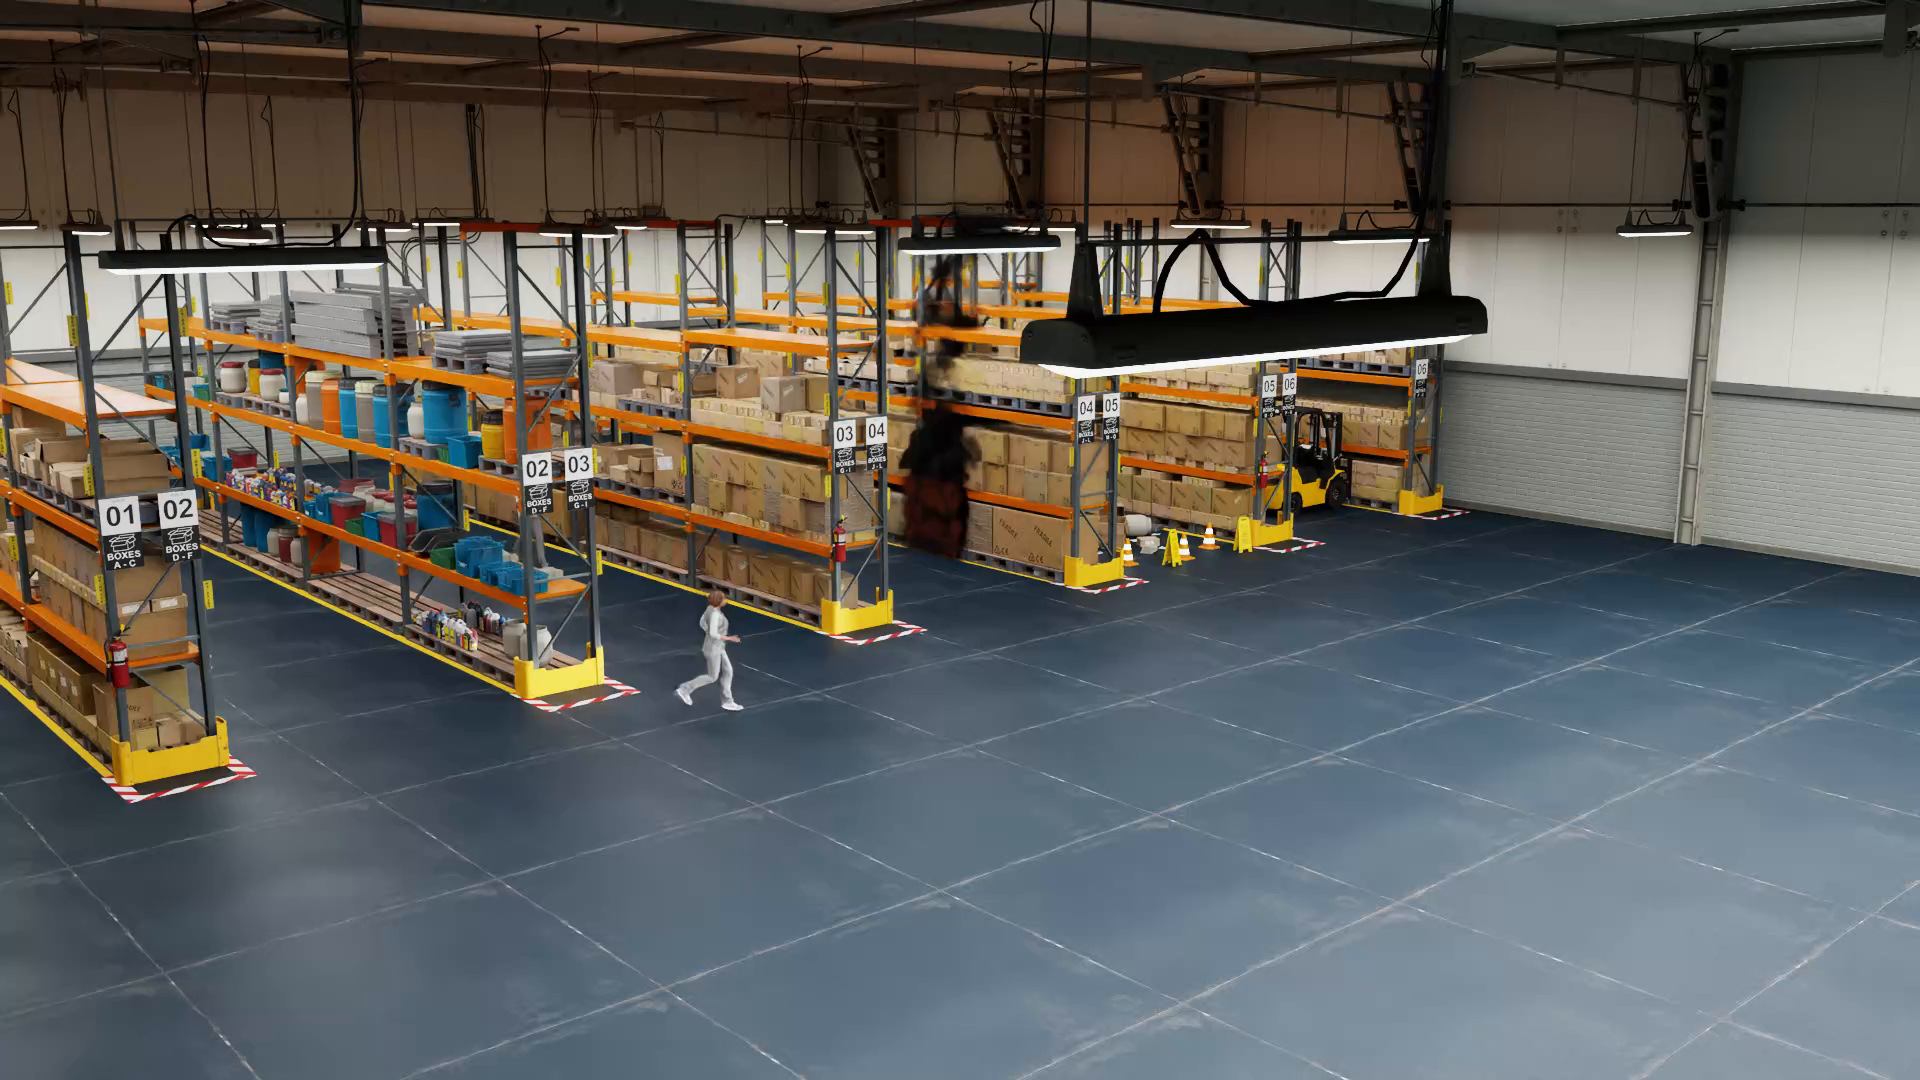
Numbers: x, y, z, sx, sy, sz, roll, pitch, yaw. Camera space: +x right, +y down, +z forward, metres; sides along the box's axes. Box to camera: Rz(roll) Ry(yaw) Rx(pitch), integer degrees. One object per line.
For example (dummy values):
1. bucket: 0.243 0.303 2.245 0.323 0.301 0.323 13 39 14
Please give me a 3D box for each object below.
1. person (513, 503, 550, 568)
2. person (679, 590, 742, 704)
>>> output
1. person: -7.626 -0.397 29.459 0.941 1.693 0.577 10 15 42
2. person: -3.148 1.355 20.940 0.789 1.491 0.500 -2 12 -8
